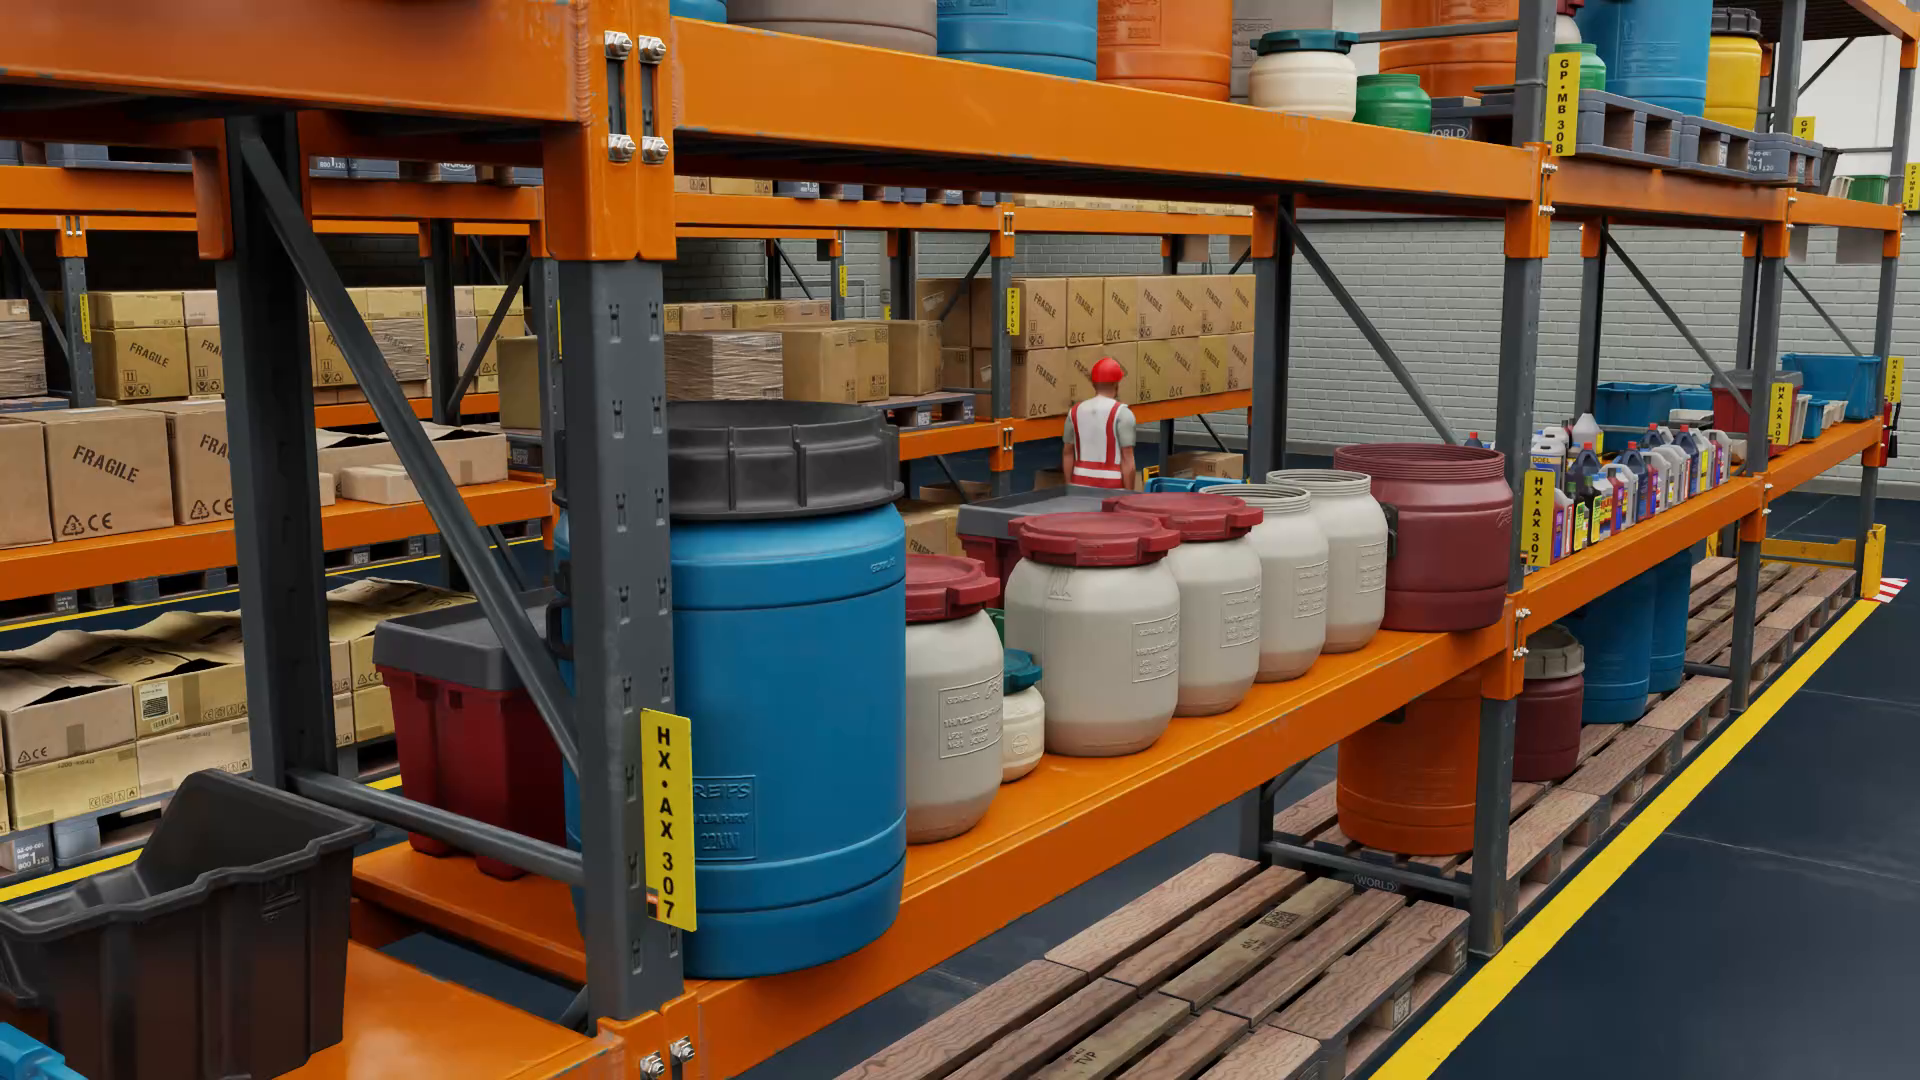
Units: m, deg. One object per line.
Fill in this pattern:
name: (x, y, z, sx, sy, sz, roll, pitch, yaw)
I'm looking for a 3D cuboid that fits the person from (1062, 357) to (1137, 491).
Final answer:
person: (0.953, -0.286, 10.930, 0.590, 1.819, 0.504, 6, 12, 33)
